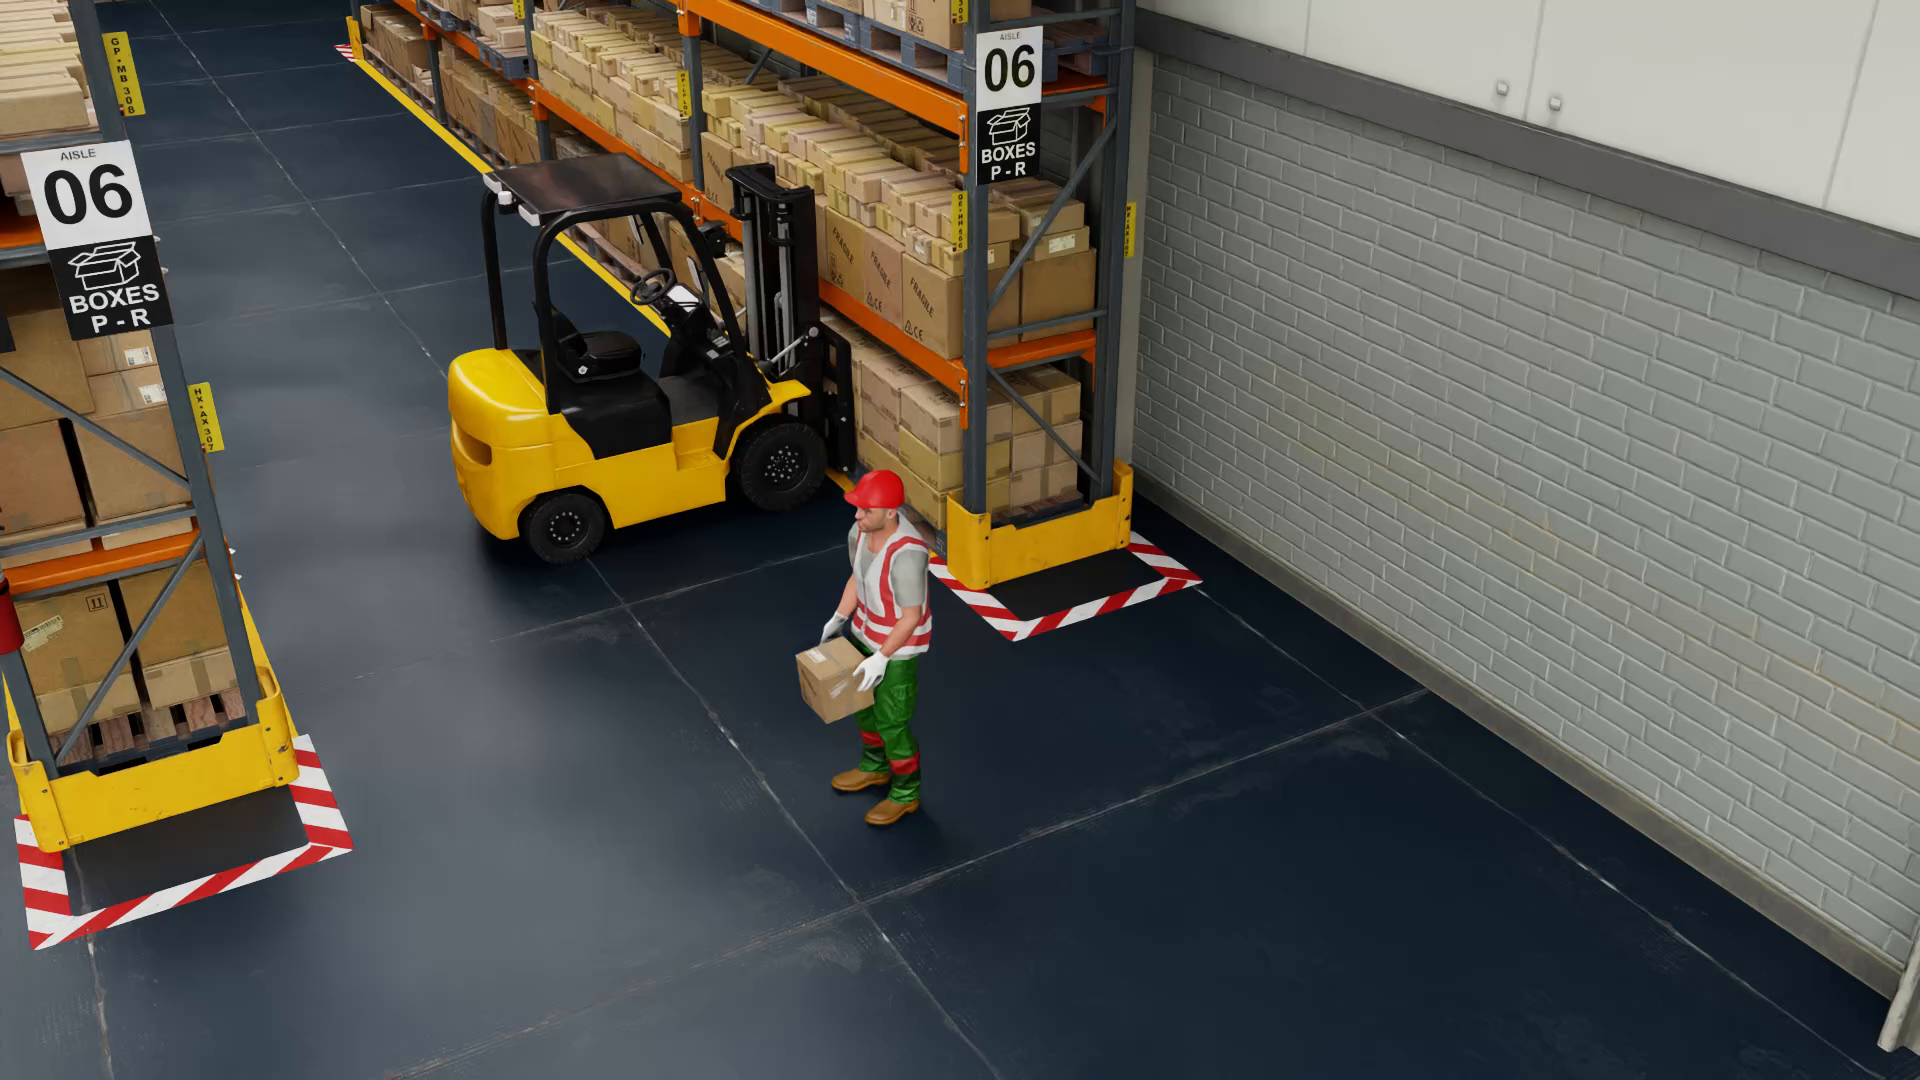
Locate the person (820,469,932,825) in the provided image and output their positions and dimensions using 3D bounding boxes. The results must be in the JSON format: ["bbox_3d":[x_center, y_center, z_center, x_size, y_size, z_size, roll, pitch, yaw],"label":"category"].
[{"bbox_3d":[-0.370,0.486,7.654,0.449,1.791,0.537,-16,33,-27],"label":"person"}]
